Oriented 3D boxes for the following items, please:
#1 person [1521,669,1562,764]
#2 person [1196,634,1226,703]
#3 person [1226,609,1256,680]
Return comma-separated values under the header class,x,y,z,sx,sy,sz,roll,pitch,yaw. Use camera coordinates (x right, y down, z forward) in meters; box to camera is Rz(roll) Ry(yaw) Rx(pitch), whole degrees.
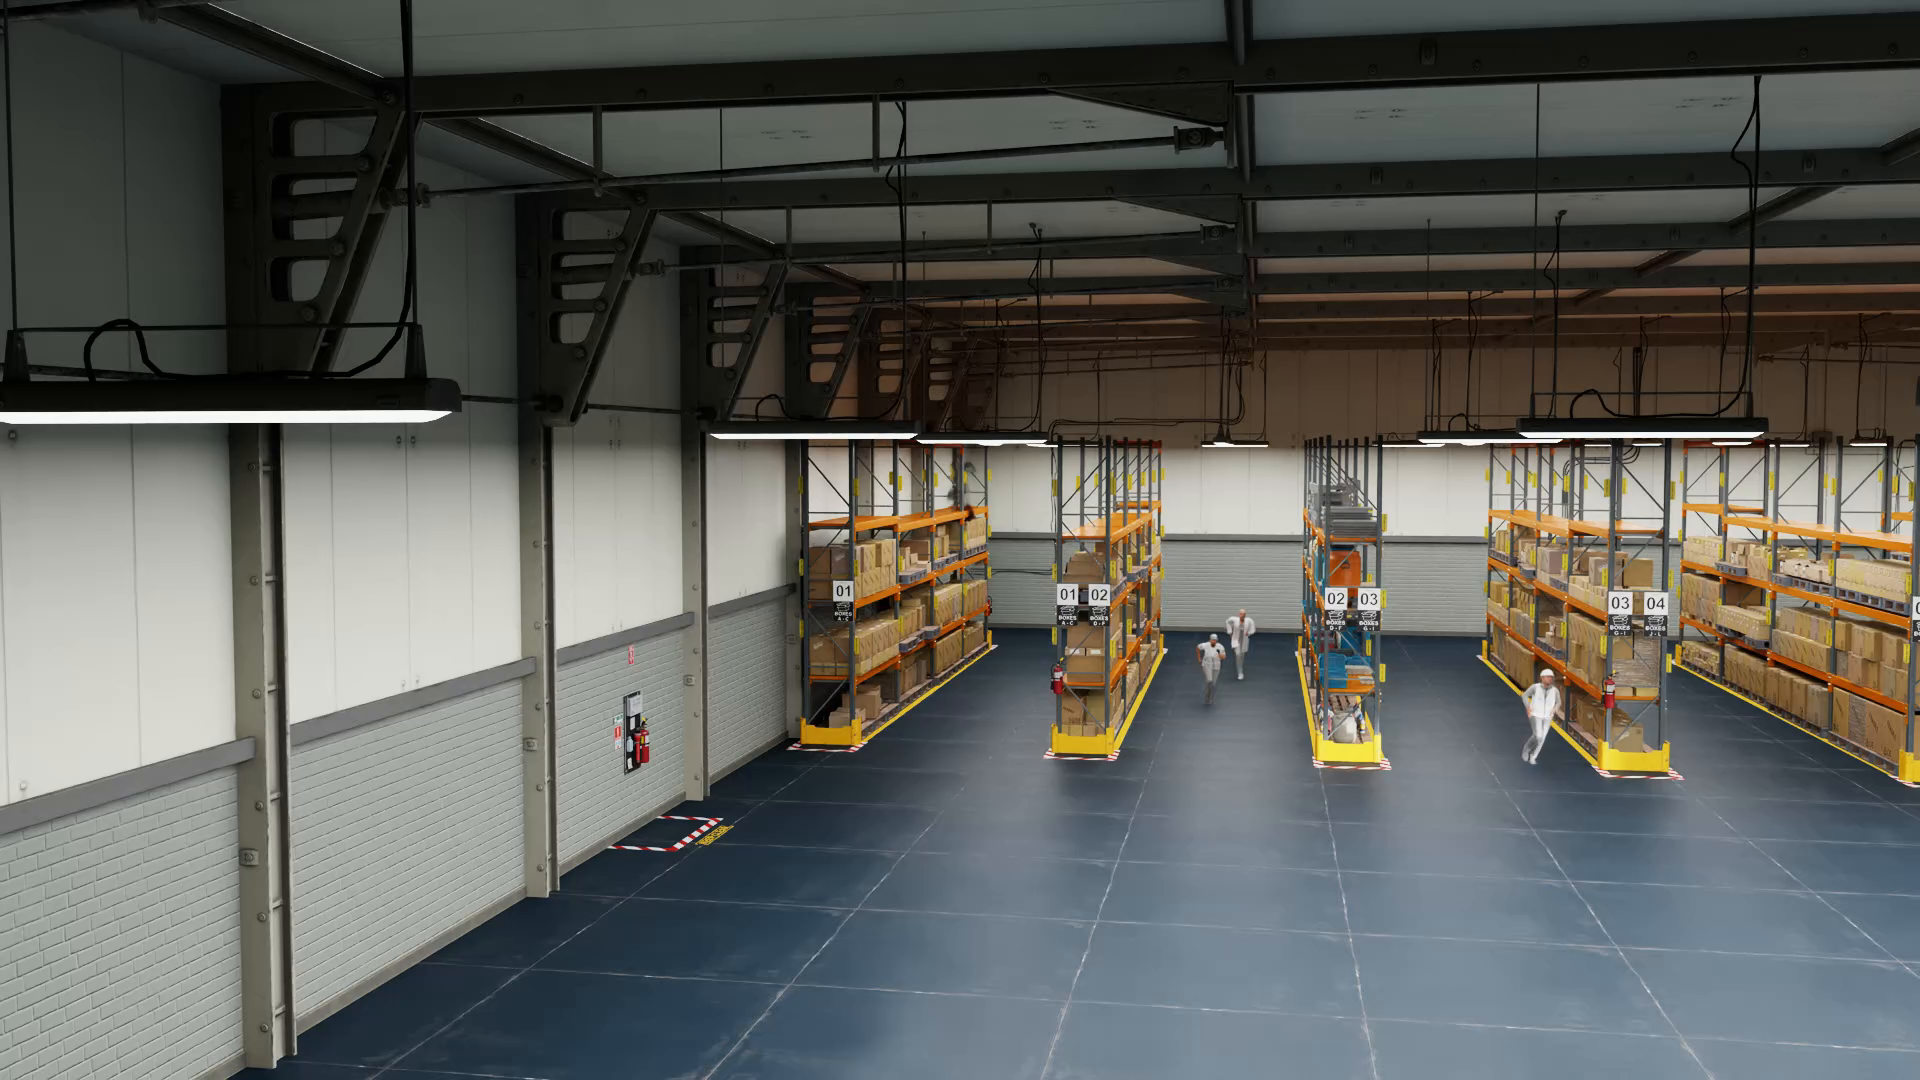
class,x,y,z,sx,sy,sz,roll,pitch,yaw
person,10.623,3.222,30.318,0.679,1.741,0.555,0,3,-1
person,5.645,2.887,37.388,0.591,1.587,0.841,0,3,-7
person,7.063,2.615,41.932,0.727,1.800,1.017,0,3,3
